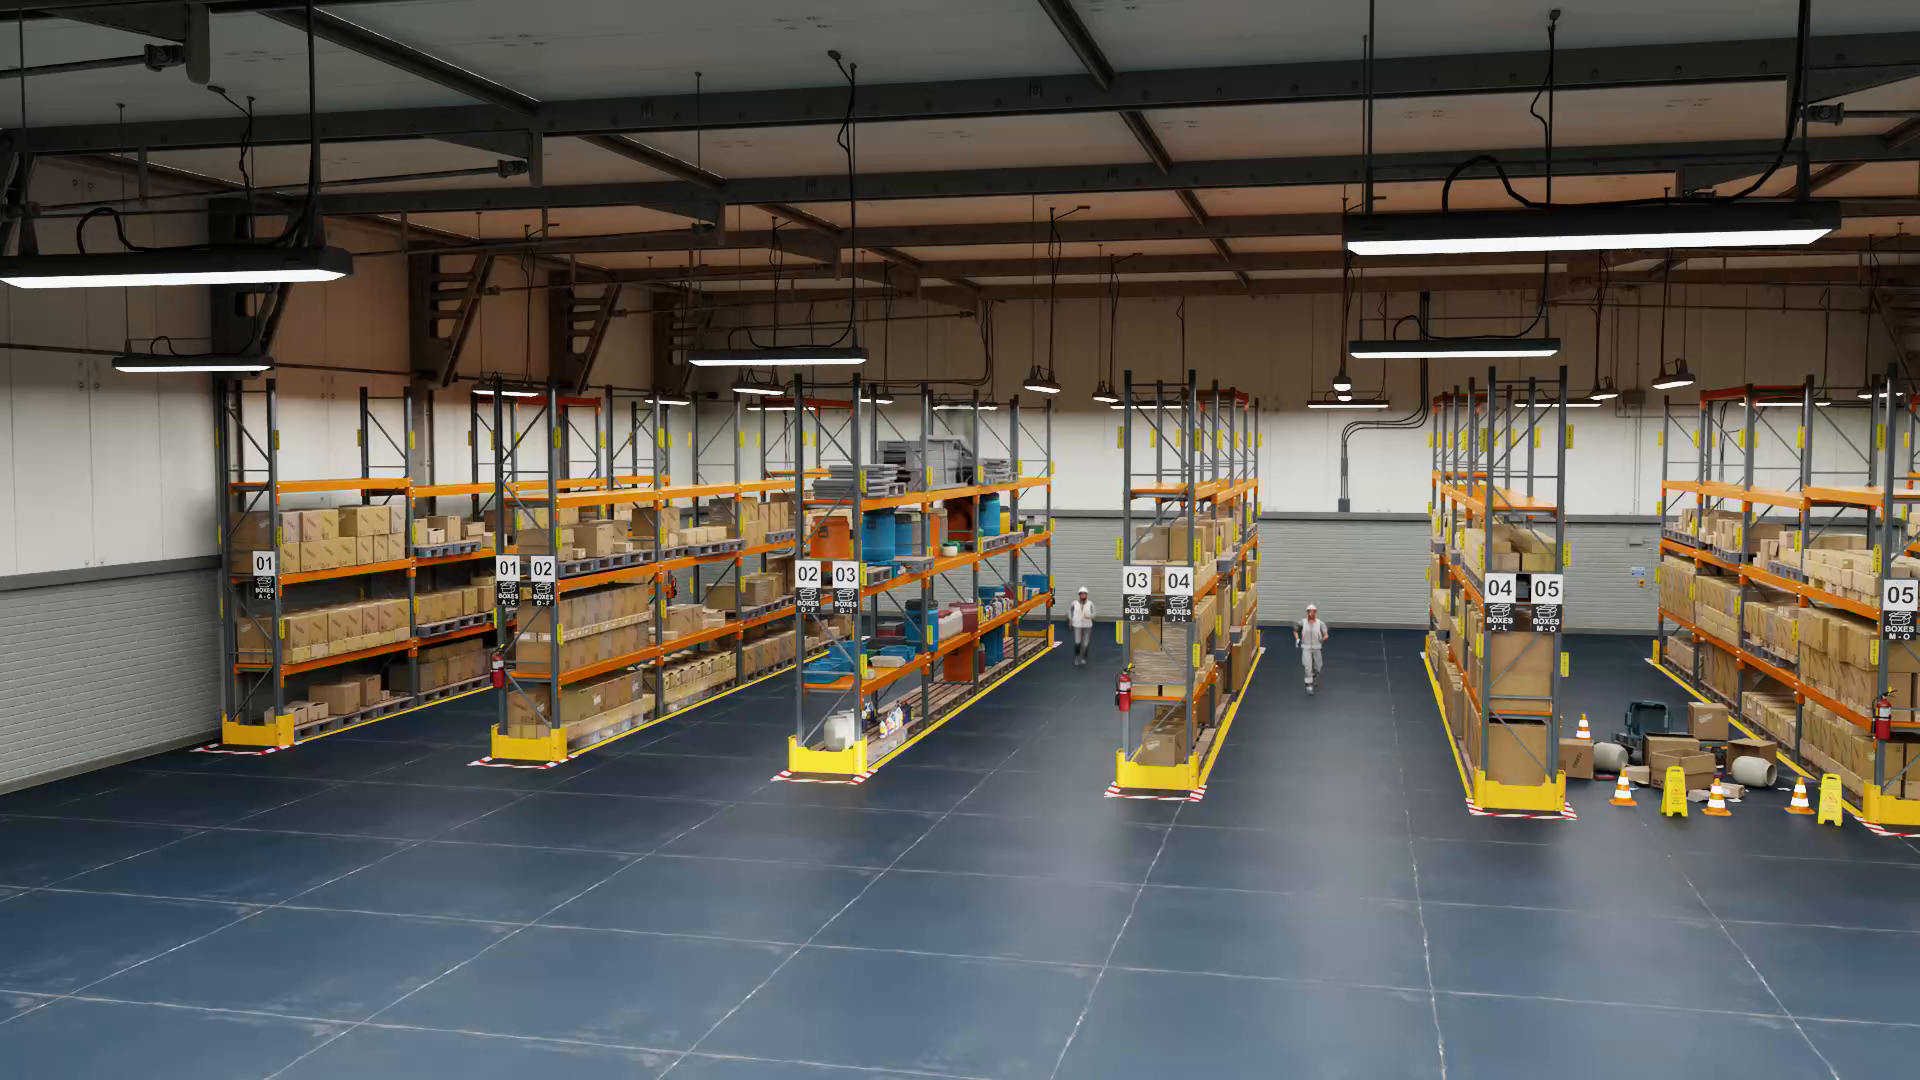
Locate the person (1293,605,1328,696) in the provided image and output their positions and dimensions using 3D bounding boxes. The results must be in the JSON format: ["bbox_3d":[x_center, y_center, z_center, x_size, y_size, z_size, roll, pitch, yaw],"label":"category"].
[{"bbox_3d":[6.914,2.158,32.774,0.668,1.759,0.856,0,3,7],"label":"person"}]

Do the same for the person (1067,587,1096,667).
[{"bbox_3d":[2.689,1.917,36.667,0.630,1.753,0.678,0,3,2],"label":"person"}]

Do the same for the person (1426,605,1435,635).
[{"bbox_3d":[11.484,1.843,39.587,0.760,1.629,0.713,1,4,23],"label":"person"}]
